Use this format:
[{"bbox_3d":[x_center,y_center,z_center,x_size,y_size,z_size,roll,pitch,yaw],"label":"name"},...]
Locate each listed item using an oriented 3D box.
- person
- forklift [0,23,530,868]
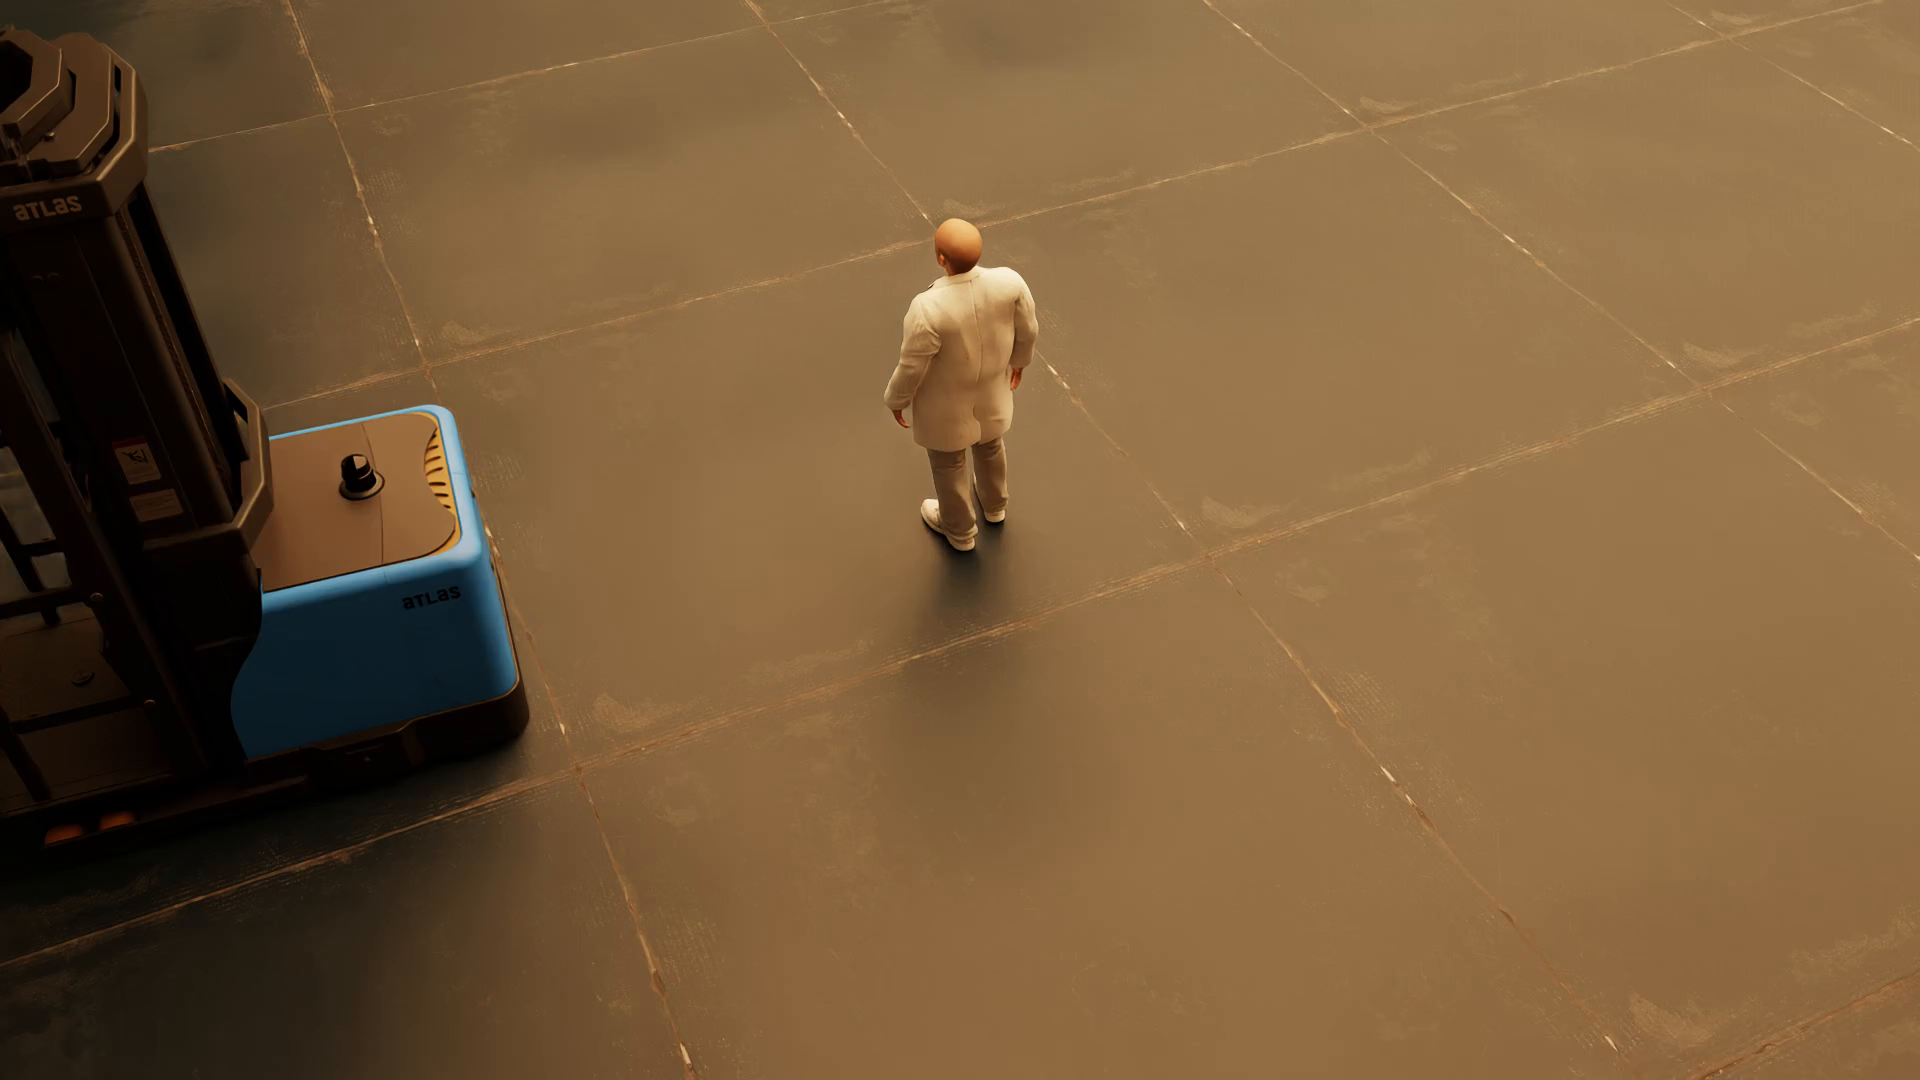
[{"bbox_3d":[-0.034,-0.712,7.279,0.694,1.775,0.581,-18,46,-18],"label":"person"},{"bbox_3d":[-3.366,-0.217,5.912,3.031,2.935,1.130,-14,45,-14],"label":"forklift"}]
